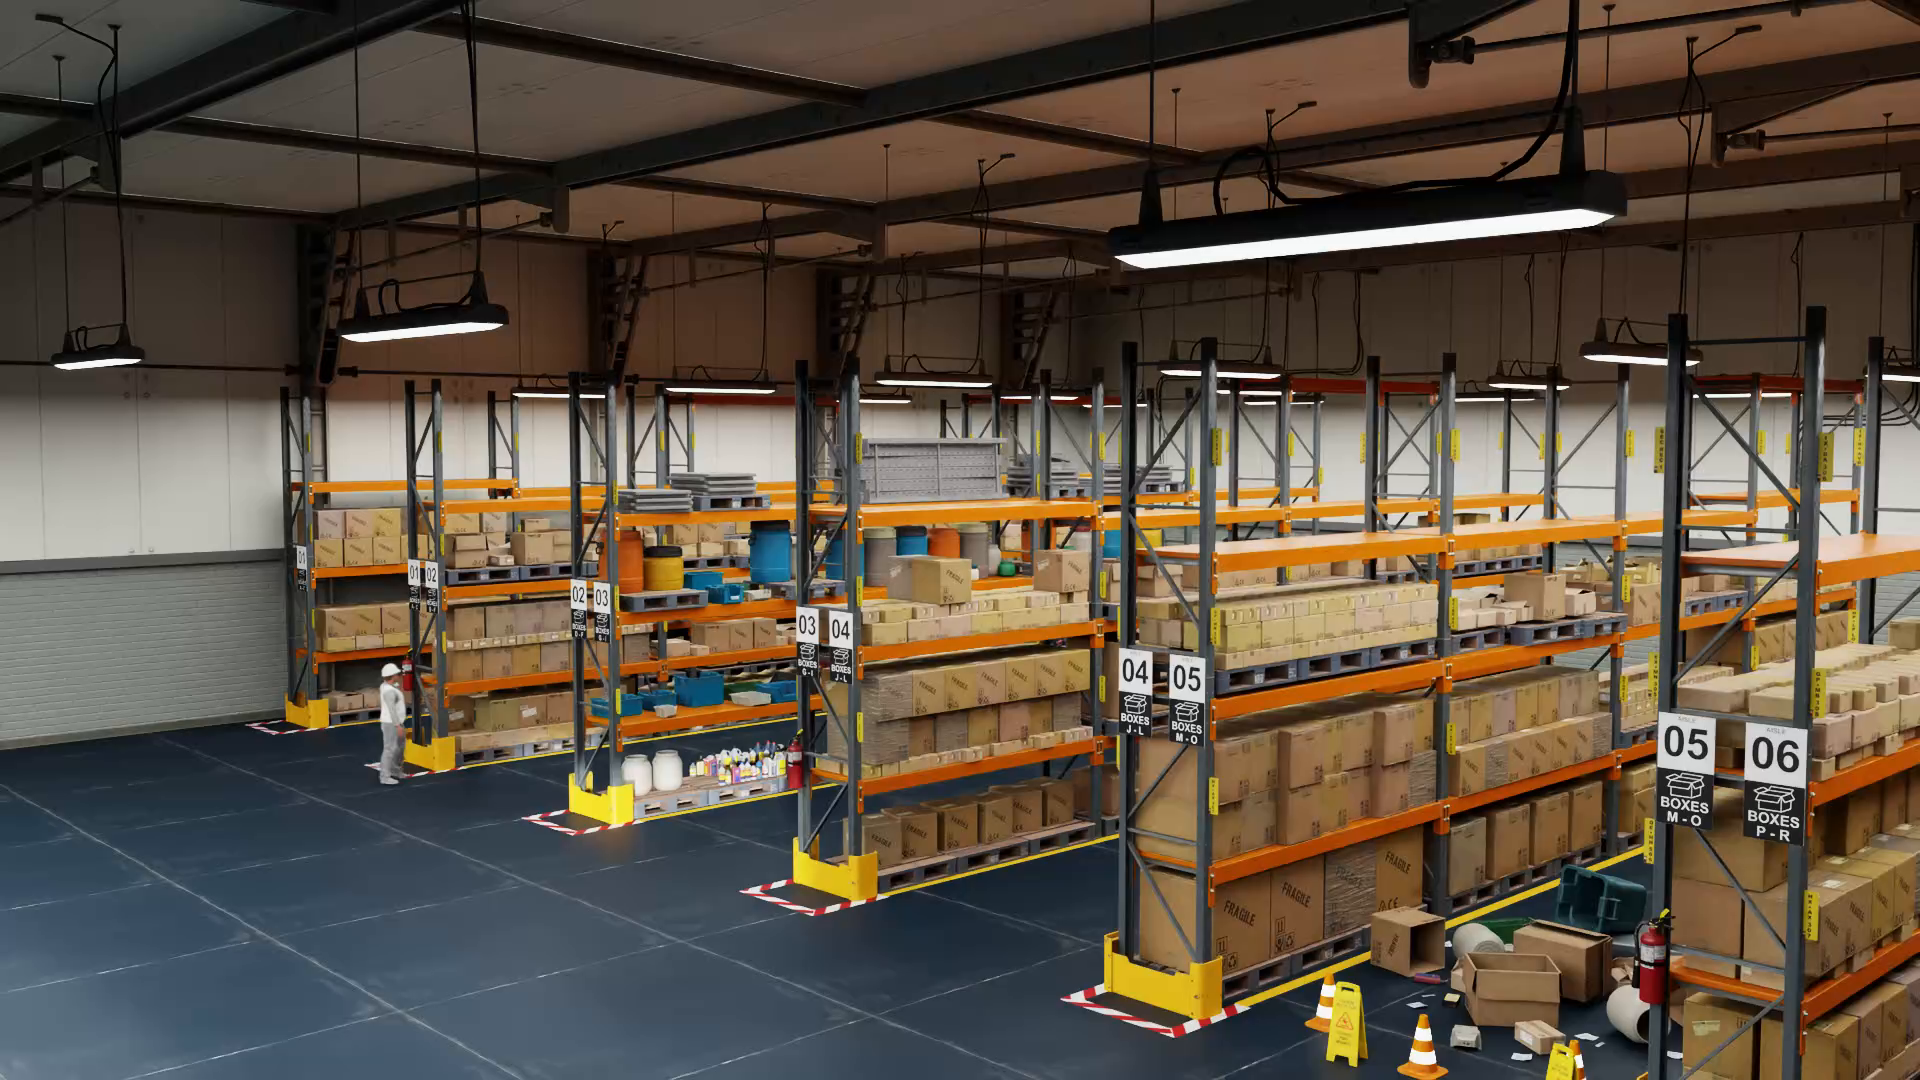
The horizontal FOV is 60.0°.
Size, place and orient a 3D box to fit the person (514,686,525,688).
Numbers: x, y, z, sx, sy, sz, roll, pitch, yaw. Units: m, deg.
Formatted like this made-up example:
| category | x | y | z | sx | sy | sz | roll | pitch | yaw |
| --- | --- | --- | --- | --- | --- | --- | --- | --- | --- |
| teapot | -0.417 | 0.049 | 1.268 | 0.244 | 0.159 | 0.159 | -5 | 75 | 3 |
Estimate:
| category | x | y | z | sx | sy | sz | roll | pitch | yaw |
| --- | --- | --- | --- | --- | --- | --- | --- | --- | --- |
| person | -8.129 | 2.307 | 30.731 | 0.579 | 1.803 | 0.396 | -3 | 5 | -42 |

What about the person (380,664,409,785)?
| category | x | y | z | sx | sy | sz | roll | pitch | yaw |
| --- | --- | --- | --- | --- | --- | --- | --- | --- | --- |
| person | -8.401 | 2.729 | 24.667 | 0.396 | 1.822 | 0.647 | -1 | 4 | -11 |
